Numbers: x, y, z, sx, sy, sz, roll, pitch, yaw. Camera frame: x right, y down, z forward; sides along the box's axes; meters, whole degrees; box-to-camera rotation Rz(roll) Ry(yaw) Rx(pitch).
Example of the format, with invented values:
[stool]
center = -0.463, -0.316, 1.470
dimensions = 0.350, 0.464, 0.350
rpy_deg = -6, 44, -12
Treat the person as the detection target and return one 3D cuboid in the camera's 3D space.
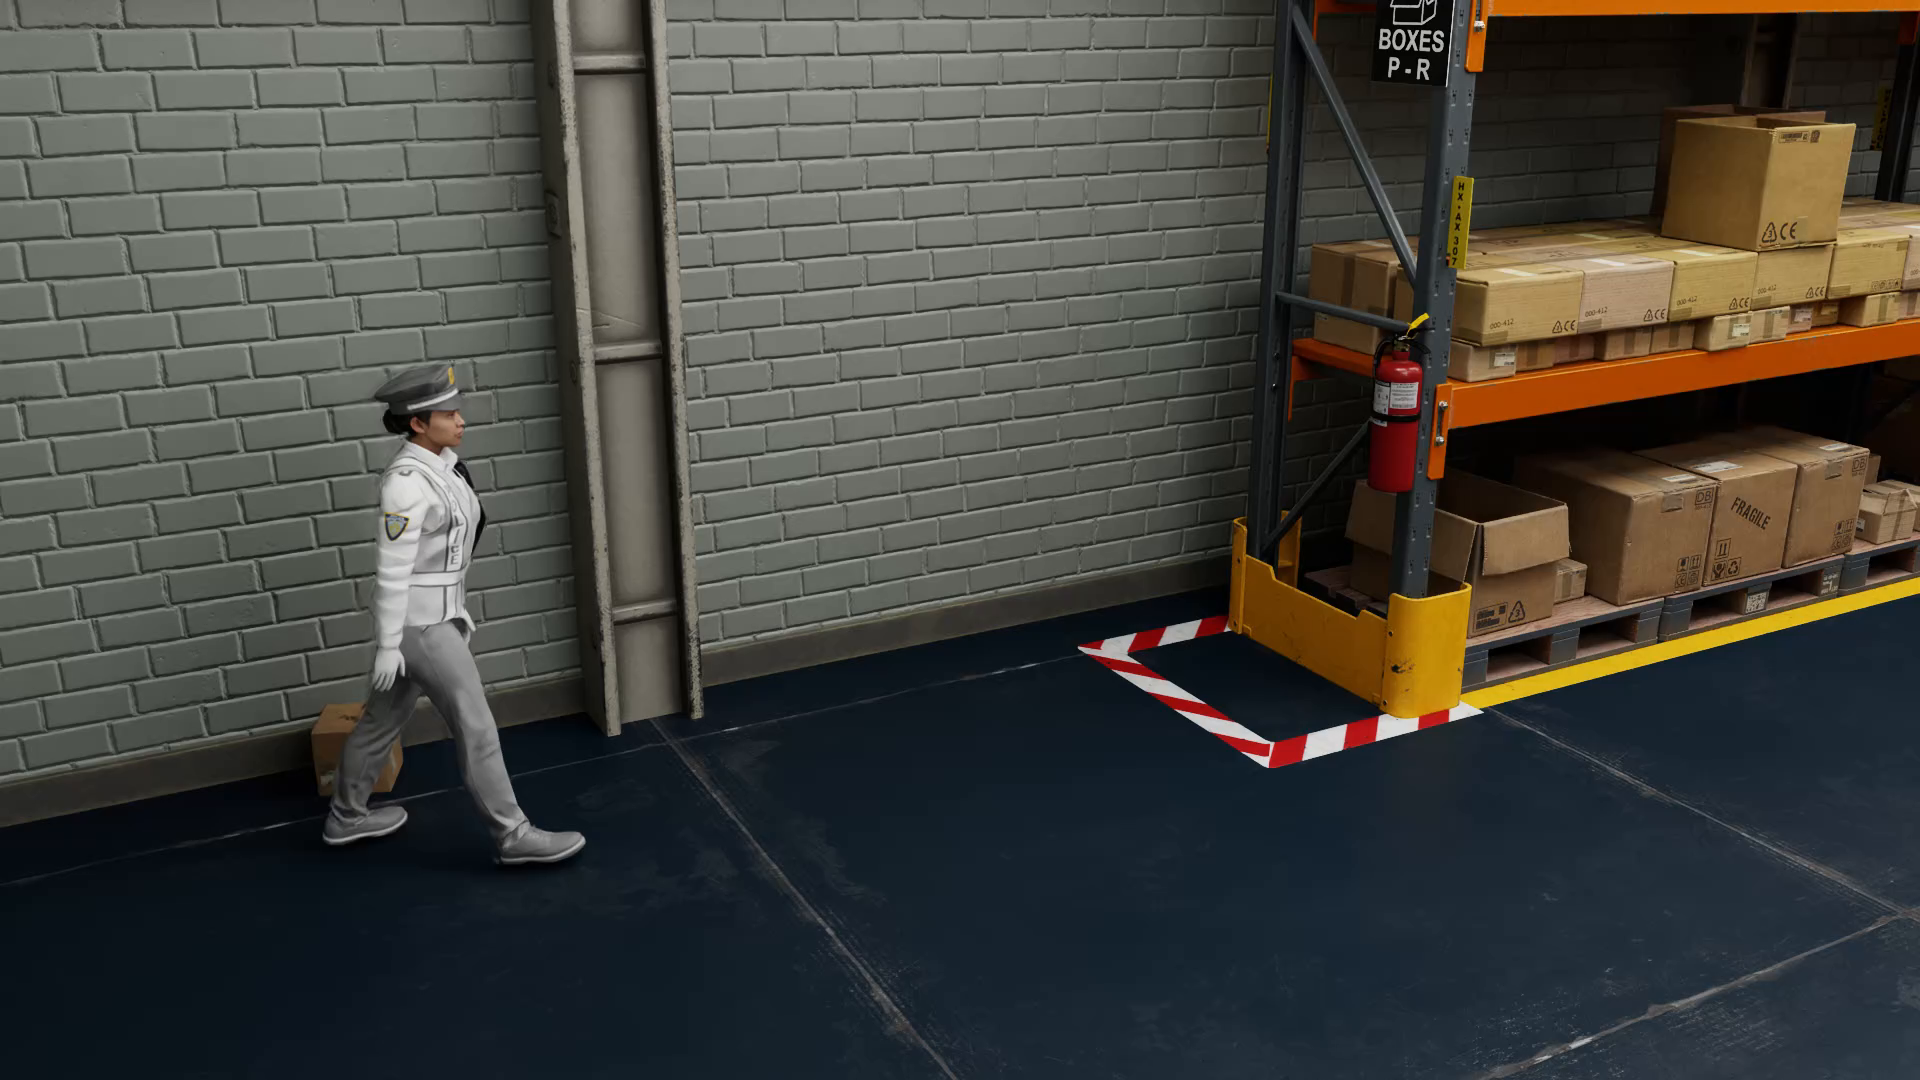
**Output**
[person]
center = -1.690, 0.242, 5.322
dimensions = 0.856, 1.640, 0.502
rpy_deg = -4, 19, -11
